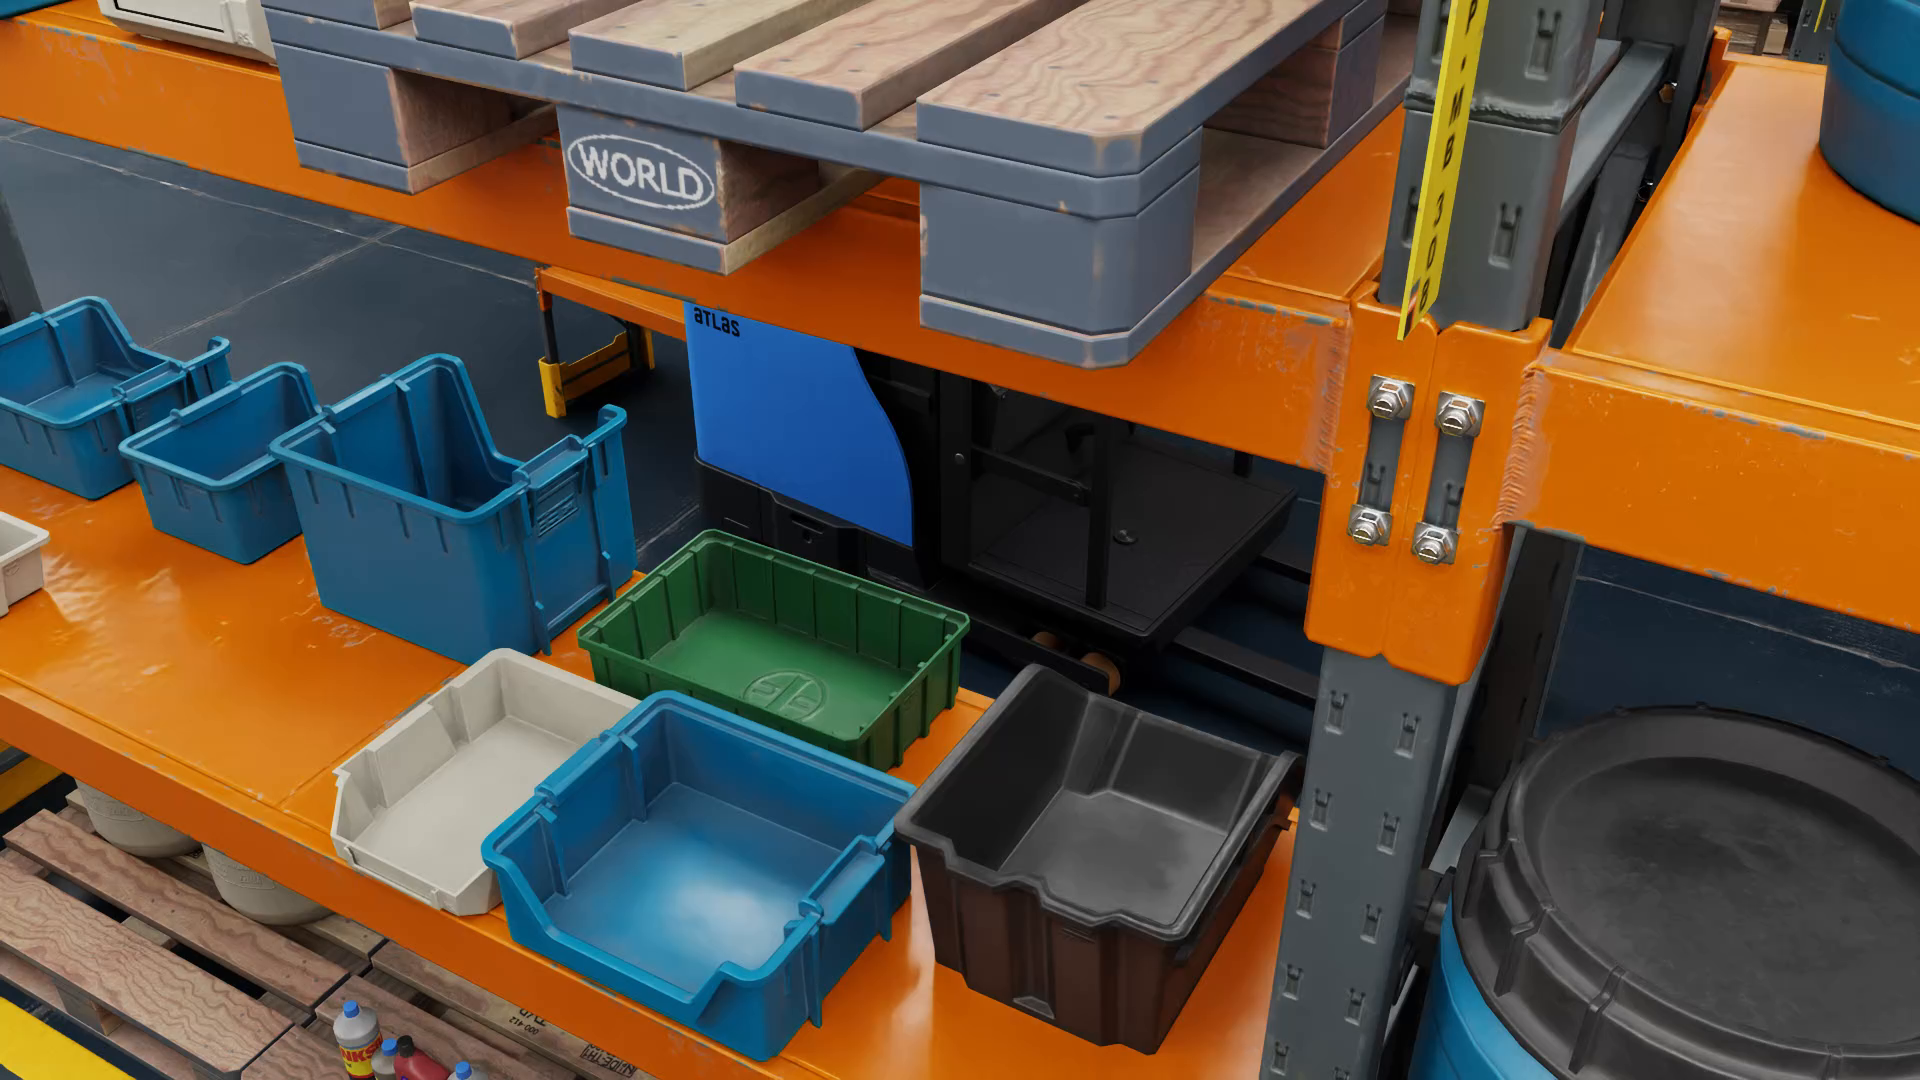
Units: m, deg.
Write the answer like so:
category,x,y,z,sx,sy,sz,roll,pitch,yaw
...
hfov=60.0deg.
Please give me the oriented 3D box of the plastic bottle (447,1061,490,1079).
category,x,y,z,sx,sy,sz,roll,pitch,yaw
plastic bottle,-1.088,1.264,3.709,0.097,0.271,0.097,0,34,0

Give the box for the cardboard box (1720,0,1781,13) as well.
category,x,y,z,sx,sy,sz,roll,pitch,yaw
cardboard box,2.787,-1.997,5.867,0.250,0.149,0.380,18,37,24

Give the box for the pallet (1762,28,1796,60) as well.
category,x,y,z,sx,sy,sz,roll,pitch,yaw
pallet,4.983,-3.105,10.723,1.213,0.211,1.003,18,37,24

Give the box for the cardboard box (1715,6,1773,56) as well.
category,x,y,z,sx,sy,sz,roll,pitch,yaw
cardboard box,2.741,-1.874,6.268,0.500,0.500,0.700,17,37,23

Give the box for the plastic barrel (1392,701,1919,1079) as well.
category,x,y,z,sx,sy,sz,roll,pitch,yaw
plastic barrel,0.853,0.713,2.021,0.708,0.901,0.600,18,37,24

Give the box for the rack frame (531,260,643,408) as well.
category,x,y,z,sx,sy,sz,roll,pitch,yaw
rack frame,-1.572,-1.286,6.828,0.032,1.500,0.500,22,39,29

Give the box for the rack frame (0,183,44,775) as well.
category,x,y,z,sx,sy,sz,roll,pitch,yaw
rack frame,-2.805,-0.431,4.191,0.127,3.000,1.000,18,37,24

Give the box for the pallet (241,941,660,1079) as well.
category,x,y,z,sx,sy,sz,roll,pitch,yaw
pallet,-0.958,1.290,4.122,1.213,0.211,1.003,18,37,24

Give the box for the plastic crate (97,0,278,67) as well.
category,x,y,z,sx,sy,sz,roll,pitch,yaw
plastic crate,-0.926,-0.716,2.151,0.396,0.136,0.243,18,37,24

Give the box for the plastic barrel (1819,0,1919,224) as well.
category,x,y,z,sx,sy,sz,roll,pitch,yaw
plastic barrel,1.217,-0.753,1.515,0.708,0.901,0.600,18,37,24

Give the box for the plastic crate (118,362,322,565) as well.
category,x,y,z,sx,sy,sz,roll,pitch,yaw
plastic crate,-1.661,-0.194,3.969,0.408,0.251,0.499,18,37,24

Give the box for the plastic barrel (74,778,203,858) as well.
category,x,y,z,sx,sy,sz,roll,pitch,yaw
plastic barrel,-2.195,0.574,4.547,0.421,0.512,0.421,0,34,0

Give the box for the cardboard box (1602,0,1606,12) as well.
category,x,y,z,sx,sy,sz,roll,pitch,yaw
cardboard box,2.280,-2.016,6.481,0.500,0.500,0.700,17,37,24

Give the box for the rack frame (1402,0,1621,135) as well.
category,x,y,z,sx,sy,sz,roll,pitch,yaw
rack frame,0.668,-1.828,0.876,0.127,3.000,1.000,18,37,24

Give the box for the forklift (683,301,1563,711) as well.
category,x,y,z,sx,sy,sz,roll,pitch,yaw
forklift,0.505,-1.018,5.134,3.031,2.935,1.130,22,39,29

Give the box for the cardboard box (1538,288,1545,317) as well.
category,x,y,z,sx,sy,sz,roll,pitch,yaw
cardboard box,2.190,-1.221,6.803,0.500,0.500,0.500,18,37,24

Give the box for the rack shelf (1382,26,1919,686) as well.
category,x,y,z,sx,sy,sz,roll,pitch,yaw
rack shelf,2.405,0.270,1.081,4.000,0.370,1.077,18,37,24

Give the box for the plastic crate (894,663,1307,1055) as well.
category,x,y,z,sx,sy,sz,roll,pitch,yaw
plastic crate,0.277,0.490,2.864,0.504,0.338,0.767,18,37,24

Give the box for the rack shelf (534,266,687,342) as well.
category,x,y,z,sx,sy,sz,roll,pitch,yaw
rack shelf,-1.159,-0.972,6.681,1.000,0.185,0.538,22,39,29

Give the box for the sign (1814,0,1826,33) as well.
category,x,y,z,sx,sy,sz,roll,pitch,yaw
sign,2.855,-1.839,5.453,0.005,0.325,0.100,18,37,24

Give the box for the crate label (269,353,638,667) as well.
category,x,y,z,sx,sy,sz,roll,pitch,yaw
crate label,-1.072,-0.070,3.616,0.616,0.435,0.502,18,37,24

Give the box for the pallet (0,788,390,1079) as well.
category,x,y,z,sx,sy,sz,roll,pitch,yaw
pallet,-2.013,0.954,4.627,1.213,0.211,1.003,18,37,24

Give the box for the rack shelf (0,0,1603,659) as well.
category,x,y,z,sx,sy,sz,roll,pitch,yaw
rack shelf,-1.068,-0.830,2.733,4.000,0.370,1.077,18,37,24

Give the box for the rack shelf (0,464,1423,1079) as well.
category,x,y,z,sx,sy,sz,roll,pitch,yaw
rack shelf,-1.068,0.419,3.564,4.000,0.370,1.077,18,37,24

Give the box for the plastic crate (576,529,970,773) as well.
category,x,y,z,sx,sy,sz,roll,pitch,yaw
plastic crate,-0.370,0.248,3.362,0.662,0.188,0.450,18,37,24

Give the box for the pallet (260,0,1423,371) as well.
category,x,y,z,sx,sy,sz,roll,pitch,yaw
pallet,-0.007,-0.652,1.987,1.003,0.211,1.213,18,37,24

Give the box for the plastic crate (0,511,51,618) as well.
category,x,y,z,sx,sy,sz,roll,pitch,yaw
plastic crate,-2.187,0.080,3.662,0.250,0.136,0.298,18,37,24

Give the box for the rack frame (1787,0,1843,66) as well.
category,x,y,z,sx,sy,sz,roll,pitch,yaw
rack frame,3.129,-1.713,6.117,0.127,3.000,1.000,18,37,24

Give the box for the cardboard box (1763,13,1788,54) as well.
category,x,y,z,sx,sy,sz,roll,pitch,yaw
cardboard box,5.105,-3.235,10.561,0.250,0.166,0.380,13,36,18

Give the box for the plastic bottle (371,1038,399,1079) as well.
category,x,y,z,sx,sy,sz,roll,pitch,yaw
plastic bottle,-1.295,1.228,3.828,0.097,0.201,0.097,0,34,0

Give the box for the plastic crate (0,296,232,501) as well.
category,x,y,z,sx,sy,sz,roll,pitch,yaw
plastic crate,-2.222,-0.375,4.242,0.616,0.251,0.499,18,37,24

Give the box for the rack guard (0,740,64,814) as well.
category,x,y,z,sx,sy,sz,roll,pitch,yaw
rack guard,-2.715,0.608,4.886,0.348,0.500,1.175,18,37,24

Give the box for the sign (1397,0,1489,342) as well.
category,x,y,z,sx,sy,sz,roll,pitch,yaw
sign,0.386,-0.321,1.312,0.005,0.325,0.100,18,37,24

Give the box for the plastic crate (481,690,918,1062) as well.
category,x,y,z,sx,sy,sz,roll,pitch,yaw
plastic crate,-0.427,0.557,2.841,0.616,0.251,0.499,18,37,24

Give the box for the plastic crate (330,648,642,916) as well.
category,x,y,z,sx,sy,sz,roll,pitch,yaw
plastic crate,-0.867,0.454,3.099,0.437,0.136,0.530,18,37,24

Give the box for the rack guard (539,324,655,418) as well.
category,x,y,z,sx,sy,sz,roll,pitch,yaw
rack guard,-1.556,-0.760,7.165,0.087,0.250,0.587,22,39,29

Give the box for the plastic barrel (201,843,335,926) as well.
category,x,y,z,sx,sy,sz,roll,pitch,yaw
plastic barrel,-1.760,0.712,4.340,0.421,0.512,0.421,0,34,0

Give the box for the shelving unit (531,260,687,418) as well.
category,x,y,z,sx,sy,sz,roll,pitch,yaw
shelving unit,-1.152,-1.119,6.577,1.083,1.500,0.587,22,39,29

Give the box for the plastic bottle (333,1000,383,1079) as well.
category,x,y,z,sx,sy,sz,roll,pitch,yaw
plastic bottle,-1.385,1.170,3.851,0.097,0.271,0.097,0,34,0

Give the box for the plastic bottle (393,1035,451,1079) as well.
category,x,y,z,sx,sy,sz,roll,pitch,yaw
plastic bottle,-1.198,1.236,3.741,0.133,0.283,0.061,18,38,25

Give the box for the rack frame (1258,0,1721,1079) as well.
category,x,y,z,sx,sy,sz,roll,pitch,yaw
rack frame,0.668,0.669,2.539,0.127,3.000,1.000,18,37,24
